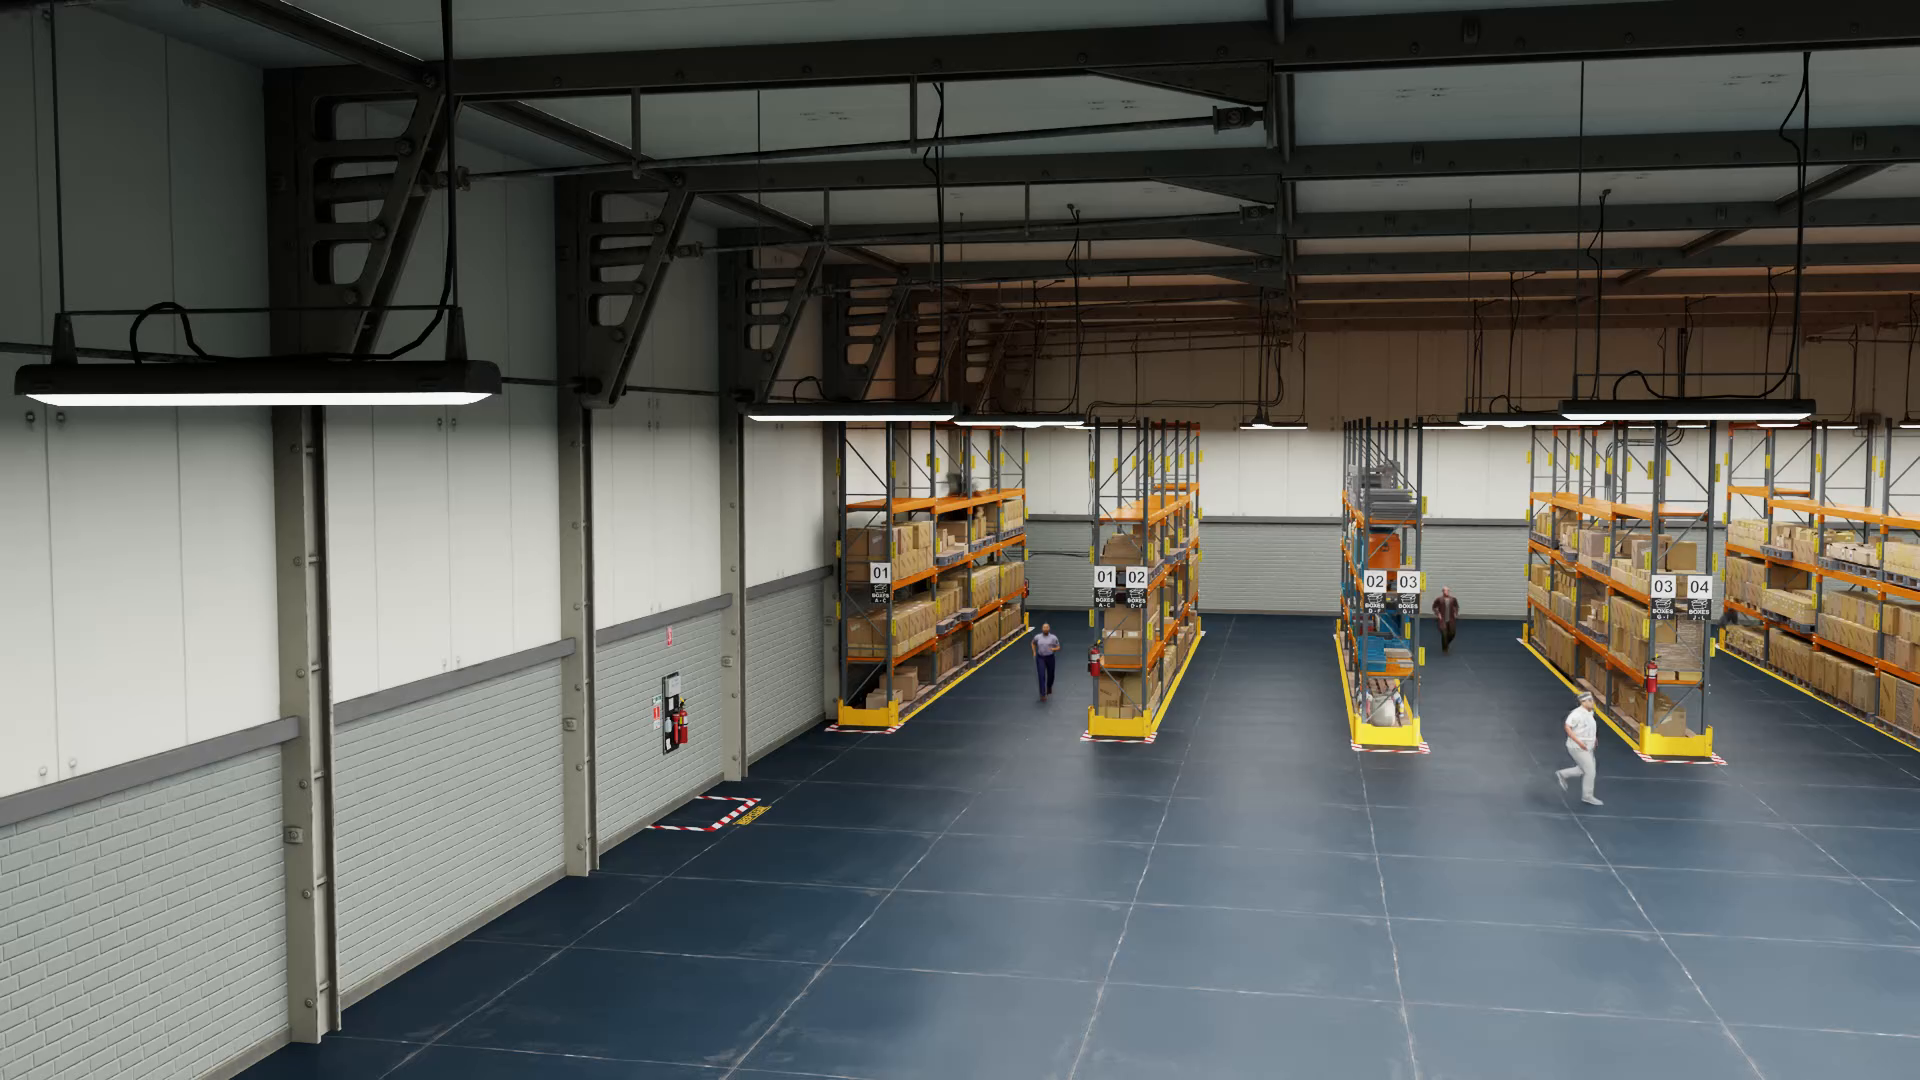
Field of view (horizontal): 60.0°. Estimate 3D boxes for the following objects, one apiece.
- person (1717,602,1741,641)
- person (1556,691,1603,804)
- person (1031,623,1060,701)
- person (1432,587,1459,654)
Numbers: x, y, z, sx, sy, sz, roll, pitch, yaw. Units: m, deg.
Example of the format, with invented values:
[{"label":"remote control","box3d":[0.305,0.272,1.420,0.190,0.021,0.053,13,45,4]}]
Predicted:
[{"label":"person","box3d":[21.074,1.999,45.371,0.792,1.647,0.725,2,4,28]},{"label":"person","box3d":[9.581,3.193,25.758,0.744,1.756,0.686,3,5,43]},{"label":"person","box3d":[1.834,2.580,35.589,0.611,1.626,0.934,0,4,-1]},{"label":"person","box3d":[12.547,2.068,42.931,0.690,1.730,0.632,0,4,4]}]
